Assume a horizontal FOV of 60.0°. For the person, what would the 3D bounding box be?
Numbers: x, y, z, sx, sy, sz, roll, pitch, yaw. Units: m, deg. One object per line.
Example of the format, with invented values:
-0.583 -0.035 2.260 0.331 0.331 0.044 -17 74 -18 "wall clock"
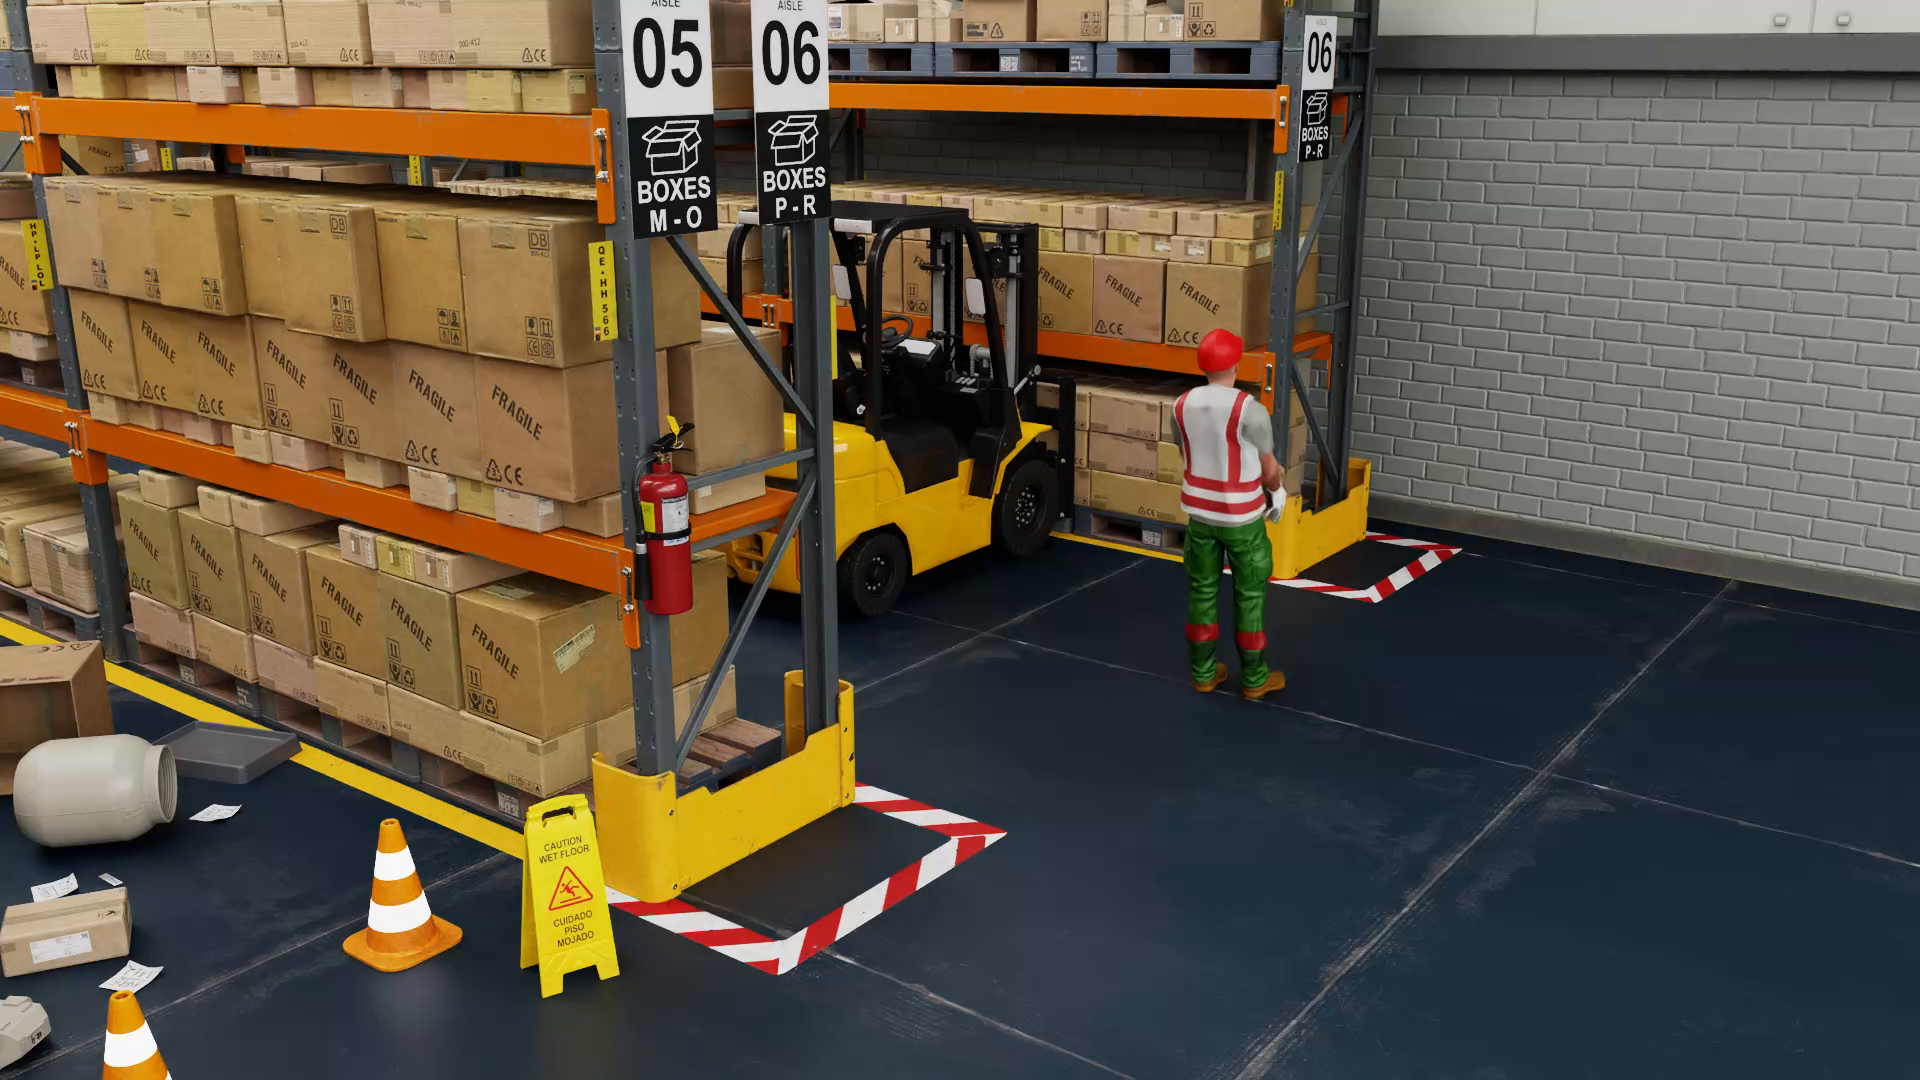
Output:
1.289 -0.136 7.947 0.533 1.793 0.526 12 20 35 "person"
